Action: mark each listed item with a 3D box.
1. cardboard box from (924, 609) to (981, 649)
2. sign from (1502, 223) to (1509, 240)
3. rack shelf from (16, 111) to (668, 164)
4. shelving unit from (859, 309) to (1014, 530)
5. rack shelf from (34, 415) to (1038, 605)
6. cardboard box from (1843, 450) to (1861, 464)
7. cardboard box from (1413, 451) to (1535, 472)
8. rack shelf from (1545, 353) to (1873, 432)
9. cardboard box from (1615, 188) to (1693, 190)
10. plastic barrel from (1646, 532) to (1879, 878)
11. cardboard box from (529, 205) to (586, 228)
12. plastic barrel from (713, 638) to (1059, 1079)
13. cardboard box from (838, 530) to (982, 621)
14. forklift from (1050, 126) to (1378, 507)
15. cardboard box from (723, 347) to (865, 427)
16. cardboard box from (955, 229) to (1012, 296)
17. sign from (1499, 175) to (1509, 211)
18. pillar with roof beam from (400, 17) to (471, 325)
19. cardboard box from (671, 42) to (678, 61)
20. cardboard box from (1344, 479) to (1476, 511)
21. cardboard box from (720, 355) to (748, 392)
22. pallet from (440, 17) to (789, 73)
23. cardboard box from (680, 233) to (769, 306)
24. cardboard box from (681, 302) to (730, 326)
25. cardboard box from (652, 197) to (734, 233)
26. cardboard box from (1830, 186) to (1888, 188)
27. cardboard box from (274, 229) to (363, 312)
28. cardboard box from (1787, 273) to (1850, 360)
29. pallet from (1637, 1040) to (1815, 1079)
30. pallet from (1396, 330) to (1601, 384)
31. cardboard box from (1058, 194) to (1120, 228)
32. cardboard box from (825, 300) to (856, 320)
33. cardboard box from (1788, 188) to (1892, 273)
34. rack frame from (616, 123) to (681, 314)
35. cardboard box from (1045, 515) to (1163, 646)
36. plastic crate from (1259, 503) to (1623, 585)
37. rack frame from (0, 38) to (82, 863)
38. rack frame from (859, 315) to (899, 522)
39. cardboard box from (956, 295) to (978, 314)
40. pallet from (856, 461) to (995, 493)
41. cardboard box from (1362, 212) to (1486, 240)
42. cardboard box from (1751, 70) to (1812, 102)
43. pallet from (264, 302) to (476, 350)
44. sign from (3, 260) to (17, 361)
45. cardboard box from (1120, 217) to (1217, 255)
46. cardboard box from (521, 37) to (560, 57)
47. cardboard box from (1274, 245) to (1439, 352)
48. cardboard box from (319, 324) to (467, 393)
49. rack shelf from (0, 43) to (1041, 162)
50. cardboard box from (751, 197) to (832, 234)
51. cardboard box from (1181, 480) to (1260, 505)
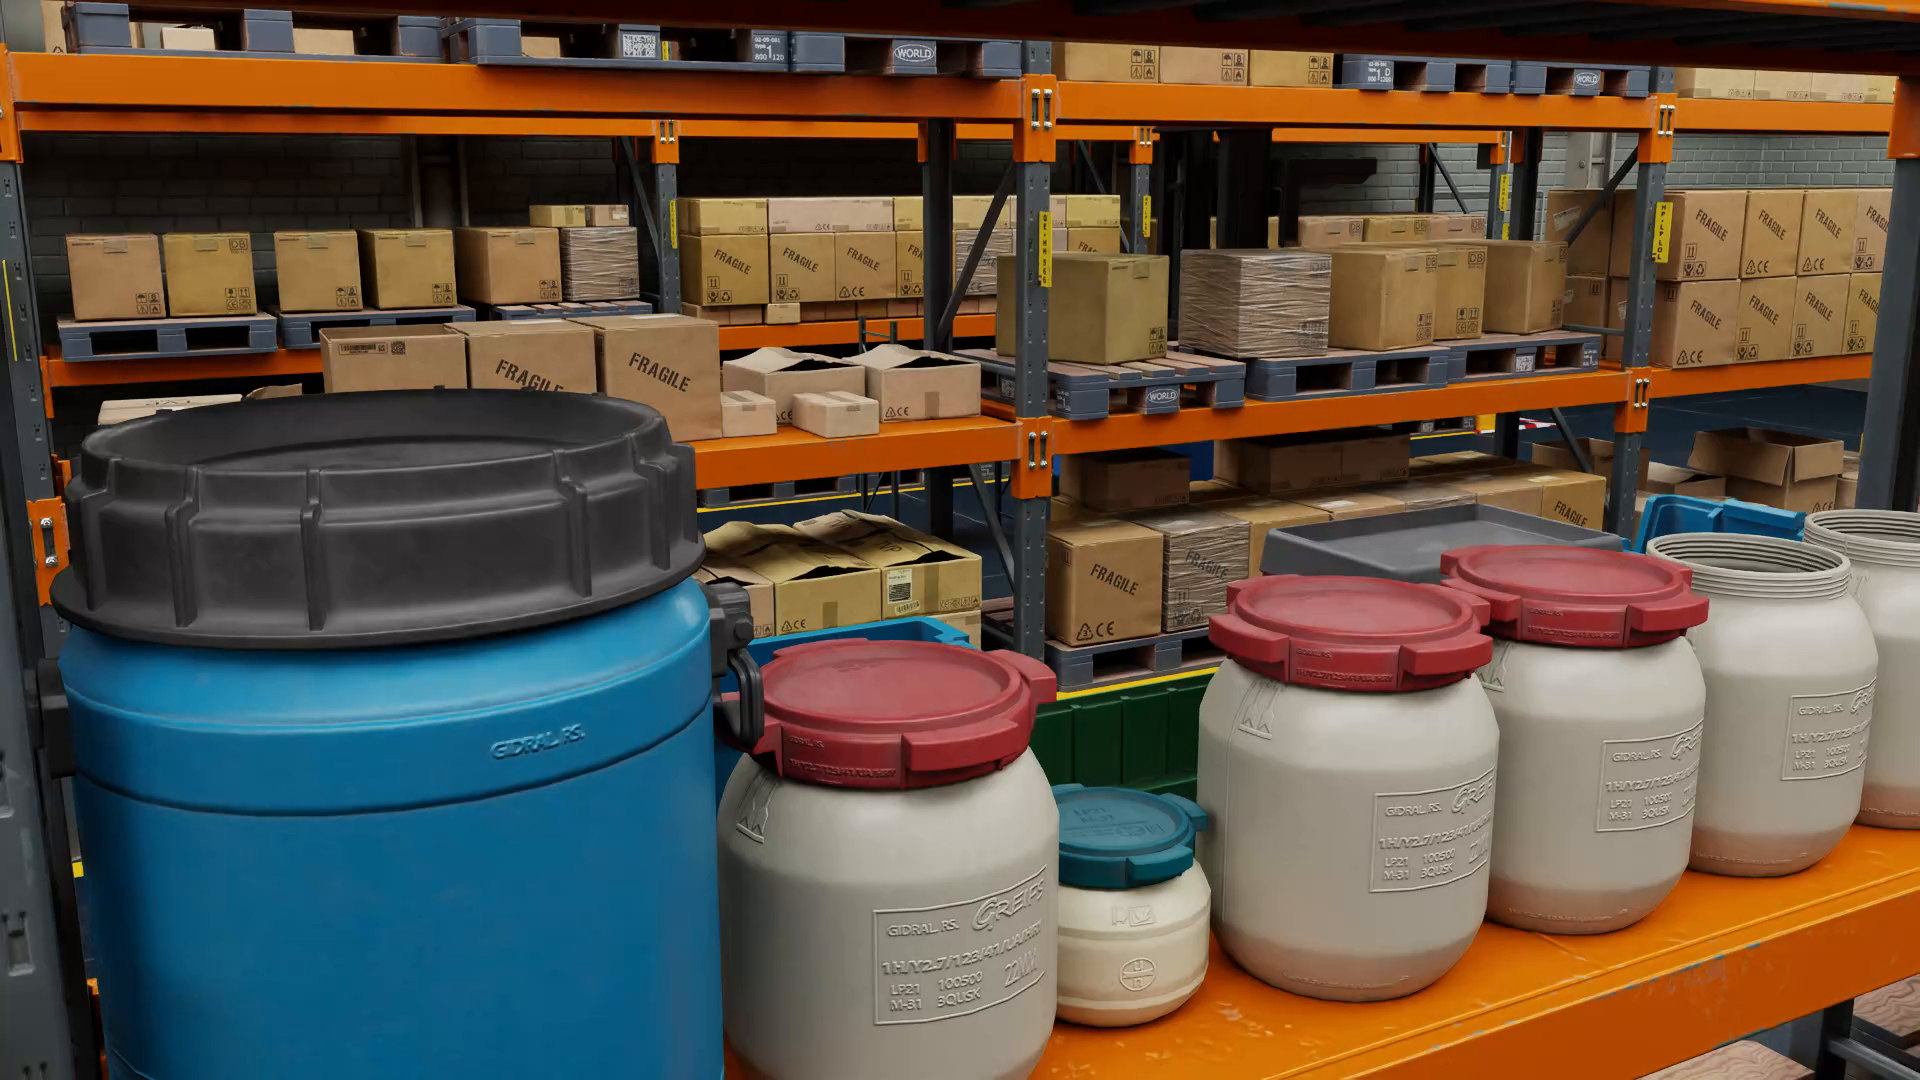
[{"bbox_3d":[-0.237,0.415,7.739,0.500,0.250,0.500,-6,14,-27],"label":"cardboard box"},{"bbox_3d":[3.352,-1.771,10.174,0.005,0.325,0.100,-7,14,-28],"label":"sign"},{"bbox_3d":[-4.025,-2.680,10.993,4.000,0.370,1.077,-7,14,-28],"label":"rack shelf"},{"bbox_3d":[-0.075,-0.723,10.905,1.048,1.500,0.538,-7,14,-28],"label":"shelving unit"},{"bbox_3d":[-1.648,-0.262,7.082,4.000,0.370,1.077,-7,14,-28],"label":"rack shelf"},{"bbox_3d":[6.077,-0.483,11.686,0.500,0.250,0.500,-7,14,-28],"label":"cardboard box"},{"bbox_3d":[3.077,-0.236,10.016,0.500,0.500,0.500,-8,15,-30],"label":"cardboard box"},{"bbox_3d":[5.374,-1.104,10.822,4.000,0.370,1.077,-7,14,-28],"label":"rack shelf"},{"bbox_3d":[4.387,-1.939,10.387,0.500,0.500,0.500,-7,15,-29],"label":"cardboard box"},{"bbox_3d":[1.307,0.270,2.821,0.421,0.512,0.421,0,13,0],"label":"plastic barrel"},{"bbox_3d":[-2.833,-2.279,11.697,0.250,0.149,0.380,-10,16,-37],"label":"cardboard box"},{"bbox_3d":[-0.089,0.427,2.069,0.433,0.535,0.433,0,13,0],"label":"plastic barrel"},{"bbox_3d":[-0.234,0.142,7.676,0.500,0.311,0.500,-6,14,-26],"label":"cardboard box"},{"bbox_3d":[2.198,-1.649,11.763,3.031,2.935,1.130,-6,14,-25],"label":"forklift"},{"bbox_3d":[-0.770,-0.724,7.695,0.500,0.311,0.500,-7,14,-29],"label":"cardboard box"},{"bbox_3d":[0.069,-2.199,13.096,0.500,0.500,0.500,-7,14,-28],"label":"cardboard box"},{"bbox_3d":[5.000,-3.194,15.293,0.005,0.325,0.100,-7,14,-28],"label":"sign"},{"bbox_3d":[-1.762,-3.905,7.966,0.400,9.000,9.100,-7,14,-28],"label":"pillar with roof beam"},{"bbox_3d":[-1.879,-3.566,12.061,0.500,0.500,0.700,-8,15,-32],"label":"cardboard box"},{"bbox_3d":[2.444,-0.030,9.100,0.500,0.500,0.500,-7,14,-27],"label":"cardboard box"},{"bbox_3d":[-1.561,-0.986,12.599,0.750,0.750,0.750,-7,14,-29],"label":"cardboard box"},{"bbox_3d":[-1.426,-1.988,6.710,1.213,0.211,1.003,-6,14,-25],"label":"pallet"},{"bbox_3d":[-1.720,-1.983,12.140,0.500,0.500,0.500,-6,14,-26],"label":"cardboard box"},{"bbox_3d":[-1.869,-1.655,12.159,0.250,0.149,0.380,-7,14,-29],"label":"cardboard box"},{"bbox_3d":[-1.996,-2.445,12.484,0.500,0.250,0.500,-6,14,-26],"label":"cardboard box"},{"bbox_3d":[6.158,-2.150,11.324,0.500,0.500,0.500,-7,14,-27],"label":"cardboard box"},{"bbox_3d":[-4.260,-1.800,11.047,0.500,0.500,0.700,-5,14,-20],"label":"cardboard box"},{"bbox_3d":[5.084,-1.401,10.276,0.500,0.500,0.500,-7,14,-28],"label":"cardboard box"},{"bbox_3d":[1.779,1.566,3.672,1.213,0.211,1.003,-7,14,-28],"label":"pallet"},{"bbox_3d":[2.865,-1.088,9.549,1.213,0.211,1.003,-7,14,-28],"label":"pallet"},{"bbox_3d":[0.954,-2.670,13.482,0.500,0.250,0.500,-6,14,-26],"label":"cardboard box"},{"bbox_3d":[-0.985,-1.771,12.673,0.250,0.149,0.380,-6,14,-27],"label":"cardboard box"},{"bbox_3d":[5.524,-1.939,10.390,0.500,0.500,0.500,-6,14,-26],"label":"cardboard box"},{"bbox_3d":[-2.269,-1.778,12.178,0.127,3.000,1.000,-7,14,-28],"label":"rack frame"},{"bbox_3d":[0.644,0.188,8.132,0.500,0.500,0.500,-6,14,-25],"label":"cardboard box"},{"bbox_3d":[0.913,0.211,3.194,0.583,0.464,0.402,-7,14,-28],"label":"plastic crate"},{"bbox_3d":[-3.403,-0.403,6.068,0.127,3.000,1.000,-7,14,-28],"label":"rack frame"},{"bbox_3d":[-0.521,-0.669,10.667,0.032,1.500,0.500,-7,14,-28],"label":"rack frame"},{"bbox_3d":[-0.056,-1.871,13.116,0.250,0.149,0.380,-7,15,-29],"label":"cardboard box"},{"bbox_3d":[-0.472,-0.614,13.355,1.213,0.211,1.003,-7,14,-28],"label":"pallet"},{"bbox_3d":[4.310,-2.710,15.638,0.700,0.700,0.980,-6,14,-25],"label":"cardboard box"},{"bbox_3d":[4.605,-2.690,9.740,0.500,0.250,0.500,-7,14,-28],"label":"cardboard box"},{"bbox_3d":[-3.987,-1.468,11.239,1.213,0.211,1.003,-7,14,-28],"label":"pallet"},{"bbox_3d":[-3.136,-0.757,5.490,0.005,0.325,0.100,-7,14,-28],"label":"sign"},{"bbox_3d":[1.726,-2.399,14.255,0.700,0.700,0.980,-7,14,-27],"label":"cardboard box"},{"bbox_3d":[-3.012,-3.269,11.696,0.500,0.500,0.500,-7,14,-28],"label":"cardboard box"},{"bbox_3d":[2.097,-1.301,8.872,0.500,0.500,0.700,-12,17,-42],"label":"cardboard box"},{"bbox_3d":[-2.259,-0.585,6.648,0.500,0.500,0.500,-6,14,-24],"label":"cardboard box"},{"bbox_3d":[-1.648,-1.726,6.753,4.000,0.370,1.077,-7,14,-28],"label":"rack shelf"},{"bbox_3d":[-1.276,-2.402,12.293,0.500,0.250,0.500,-7,14,-29],"label":"cardboard box"},{"bbox_3d":[1.270,-0.017,9.044,0.500,0.500,0.500,-7,15,-30],"label":"cardboard box"}]
